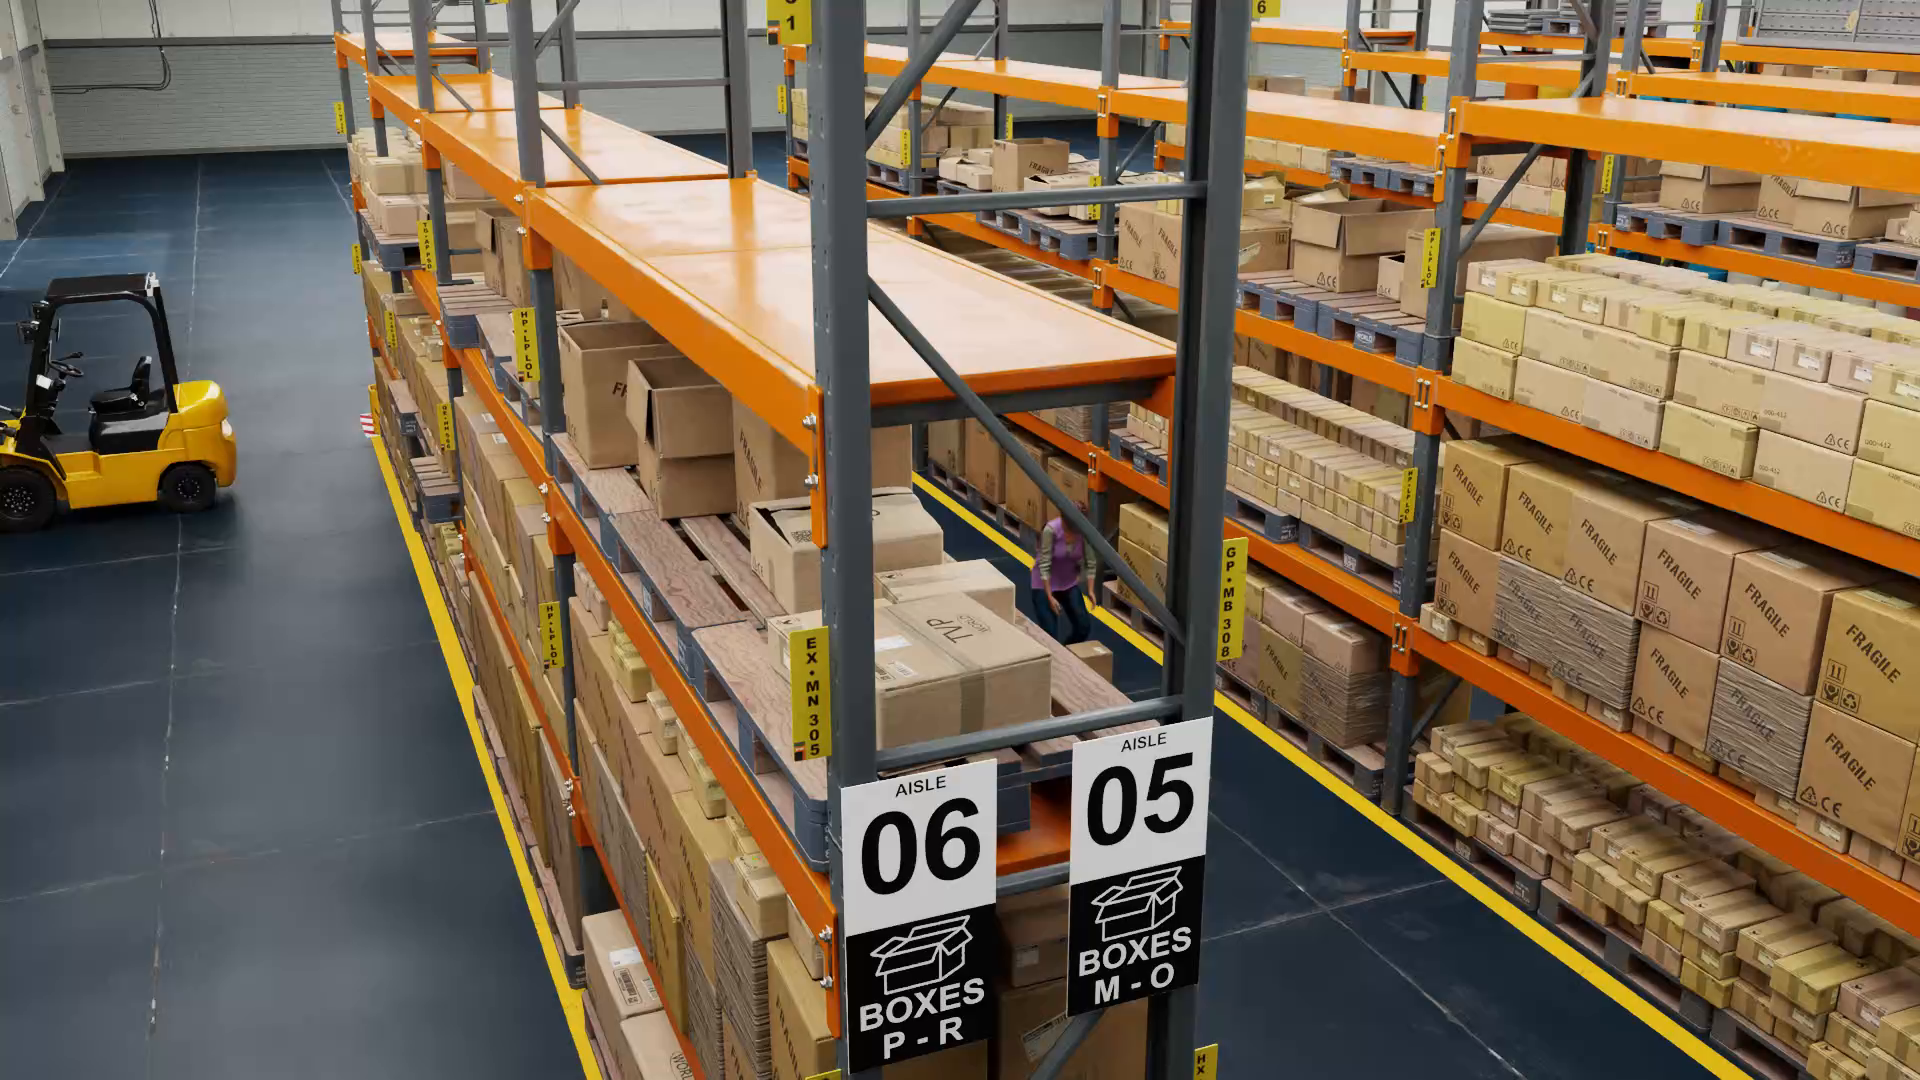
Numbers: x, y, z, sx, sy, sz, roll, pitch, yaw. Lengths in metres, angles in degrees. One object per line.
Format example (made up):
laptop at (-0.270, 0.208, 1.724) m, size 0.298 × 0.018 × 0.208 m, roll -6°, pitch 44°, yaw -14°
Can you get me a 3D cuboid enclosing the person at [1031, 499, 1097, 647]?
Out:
person at (0.750, 0.373, 11.987) m, size 0.451 × 1.449 × 0.518 m, roll -8°, pitch 21°, yaw -22°
